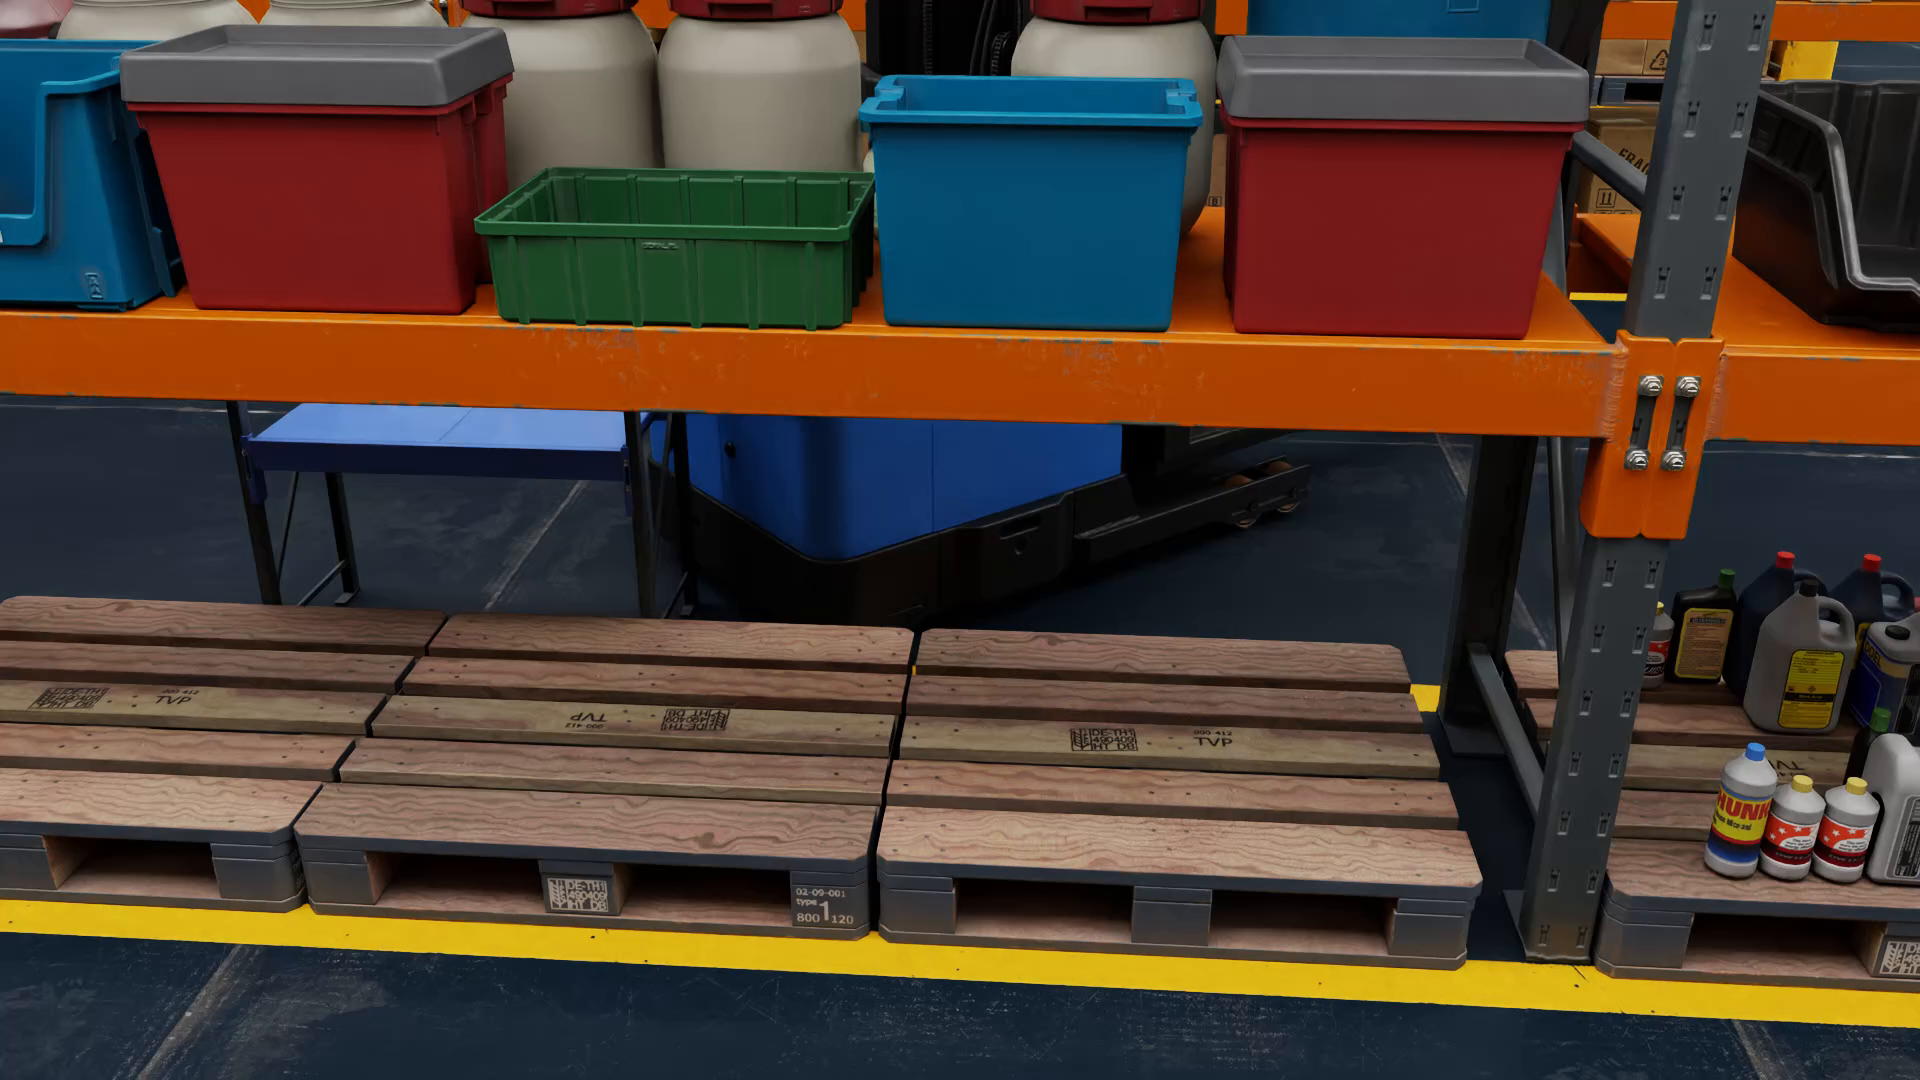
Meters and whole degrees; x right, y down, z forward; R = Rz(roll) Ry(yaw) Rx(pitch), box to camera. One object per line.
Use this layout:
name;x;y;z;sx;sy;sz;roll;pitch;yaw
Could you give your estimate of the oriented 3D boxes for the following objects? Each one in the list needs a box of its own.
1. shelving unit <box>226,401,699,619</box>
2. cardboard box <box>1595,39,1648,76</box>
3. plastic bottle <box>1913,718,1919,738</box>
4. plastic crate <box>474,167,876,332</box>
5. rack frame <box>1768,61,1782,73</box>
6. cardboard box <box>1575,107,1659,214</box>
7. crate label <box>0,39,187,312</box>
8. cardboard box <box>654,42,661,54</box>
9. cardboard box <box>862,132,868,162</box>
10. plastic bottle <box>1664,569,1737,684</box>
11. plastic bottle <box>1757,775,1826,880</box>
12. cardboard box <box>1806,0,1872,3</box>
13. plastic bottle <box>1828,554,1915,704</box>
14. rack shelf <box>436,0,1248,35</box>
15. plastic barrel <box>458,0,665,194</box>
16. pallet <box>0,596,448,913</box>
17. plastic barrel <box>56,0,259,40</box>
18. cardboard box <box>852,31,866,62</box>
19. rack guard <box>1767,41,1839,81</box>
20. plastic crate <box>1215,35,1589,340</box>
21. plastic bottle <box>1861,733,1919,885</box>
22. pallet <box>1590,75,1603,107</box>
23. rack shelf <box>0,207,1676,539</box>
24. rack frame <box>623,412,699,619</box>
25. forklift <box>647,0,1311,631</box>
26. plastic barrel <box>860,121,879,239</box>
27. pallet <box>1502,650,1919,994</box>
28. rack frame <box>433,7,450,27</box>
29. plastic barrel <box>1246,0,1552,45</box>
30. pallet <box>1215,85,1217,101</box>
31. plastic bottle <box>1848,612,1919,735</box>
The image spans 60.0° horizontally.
shelving unit;-1.305;-0.427;4.371;1.048;1.500;0.538;2;24;4
cardboard box;4.542;-3.958;12.302;0.875;0.875;0.875;1;25;3
plastic bottle;2.037;0.432;3.366;0.185;0.351;0.144;2;25;4
plastic crate;-0.505;-0.552;3.115;0.662;0.188;0.450;2;25;4
rack frame;6.101;-4.711;11.899;0.127;3.000;1.000;2;25;4
cardboard box;3.224;-1.798;8.058;0.500;0.500;0.500;0;25;-1
crate label;-1.766;-0.710;3.162;0.616;0.435;0.502;2;25;4
cardboard box;-1.686;-2.299;8.224;0.500;0.250;0.500;3;25;6
cardboard box;-0.567;-1.926;8.312;0.500;0.500;0.700;4;25;8
plastic bottle;1.758;0.202;3.947;0.133;0.283;0.061;3;25;7
plastic bottle;1.638;0.557;3.272;0.097;0.201;0.097;0;25;0
cardboard box;3.816;-2.460;7.308;0.250;0.149;0.380;2;25;4
plastic bottle;2.108;0.200;3.870;0.185;0.351;0.144;1;25;1
rack shelf;-0.362;-2.512;7.981;4.000;0.370;1.077;2;25;4
plastic barrel;-0.847;-0.932;3.523;0.433;0.535;0.433;0;25;0
pallet;-1.966;0.469;3.978;1.213;0.211;1.003;2;25;4
plastic barrel;-1.694;-0.945;3.582;0.421;0.512;0.421;0;25;0
cardboard box;-0.404;-4.052;12.657;0.750;0.750;1.050;2;25;5
rack guard;6.124;-3.574;12.420;0.348;0.500;1.175;2;25;4
plastic crate;0.746;-0.628;2.949;0.583;0.464;0.402;2;25;4
plastic bottle;1.861;0.519;3.266;0.135;0.276;0.152;3;25;6
pallet;4.084;-3.477;12.554;1.213;0.211;1.003;2;25;4
rack shelf;-0.741;-0.448;3.495;4.000;0.370;1.077;2;25;4
rack frame;-0.798;-0.411;4.336;0.032;1.500;0.500;2;24;4
forklift;0.526;-1.529;5.066;3.031;2.935;1.130;-18;30;-34
plastic barrel;-0.055;-0.754;3.466;0.301;0.262;0.301;0;25;0
pallet;1.919;0.595;3.704;1.213;0.211;1.003;2;25;4
rack frame;-2.356;-2.903;7.970;0.127;3.000;1.000;2;25;4
plastic barrel;0.891;-1.077;3.402;0.708;0.901;0.600;2;25;4
pallet;1.337;-3.565;12.746;1.213;0.211;1.003;2;25;4
plastic bottle;2.122;0.296;3.750;0.135;0.276;0.152;2;25;4
